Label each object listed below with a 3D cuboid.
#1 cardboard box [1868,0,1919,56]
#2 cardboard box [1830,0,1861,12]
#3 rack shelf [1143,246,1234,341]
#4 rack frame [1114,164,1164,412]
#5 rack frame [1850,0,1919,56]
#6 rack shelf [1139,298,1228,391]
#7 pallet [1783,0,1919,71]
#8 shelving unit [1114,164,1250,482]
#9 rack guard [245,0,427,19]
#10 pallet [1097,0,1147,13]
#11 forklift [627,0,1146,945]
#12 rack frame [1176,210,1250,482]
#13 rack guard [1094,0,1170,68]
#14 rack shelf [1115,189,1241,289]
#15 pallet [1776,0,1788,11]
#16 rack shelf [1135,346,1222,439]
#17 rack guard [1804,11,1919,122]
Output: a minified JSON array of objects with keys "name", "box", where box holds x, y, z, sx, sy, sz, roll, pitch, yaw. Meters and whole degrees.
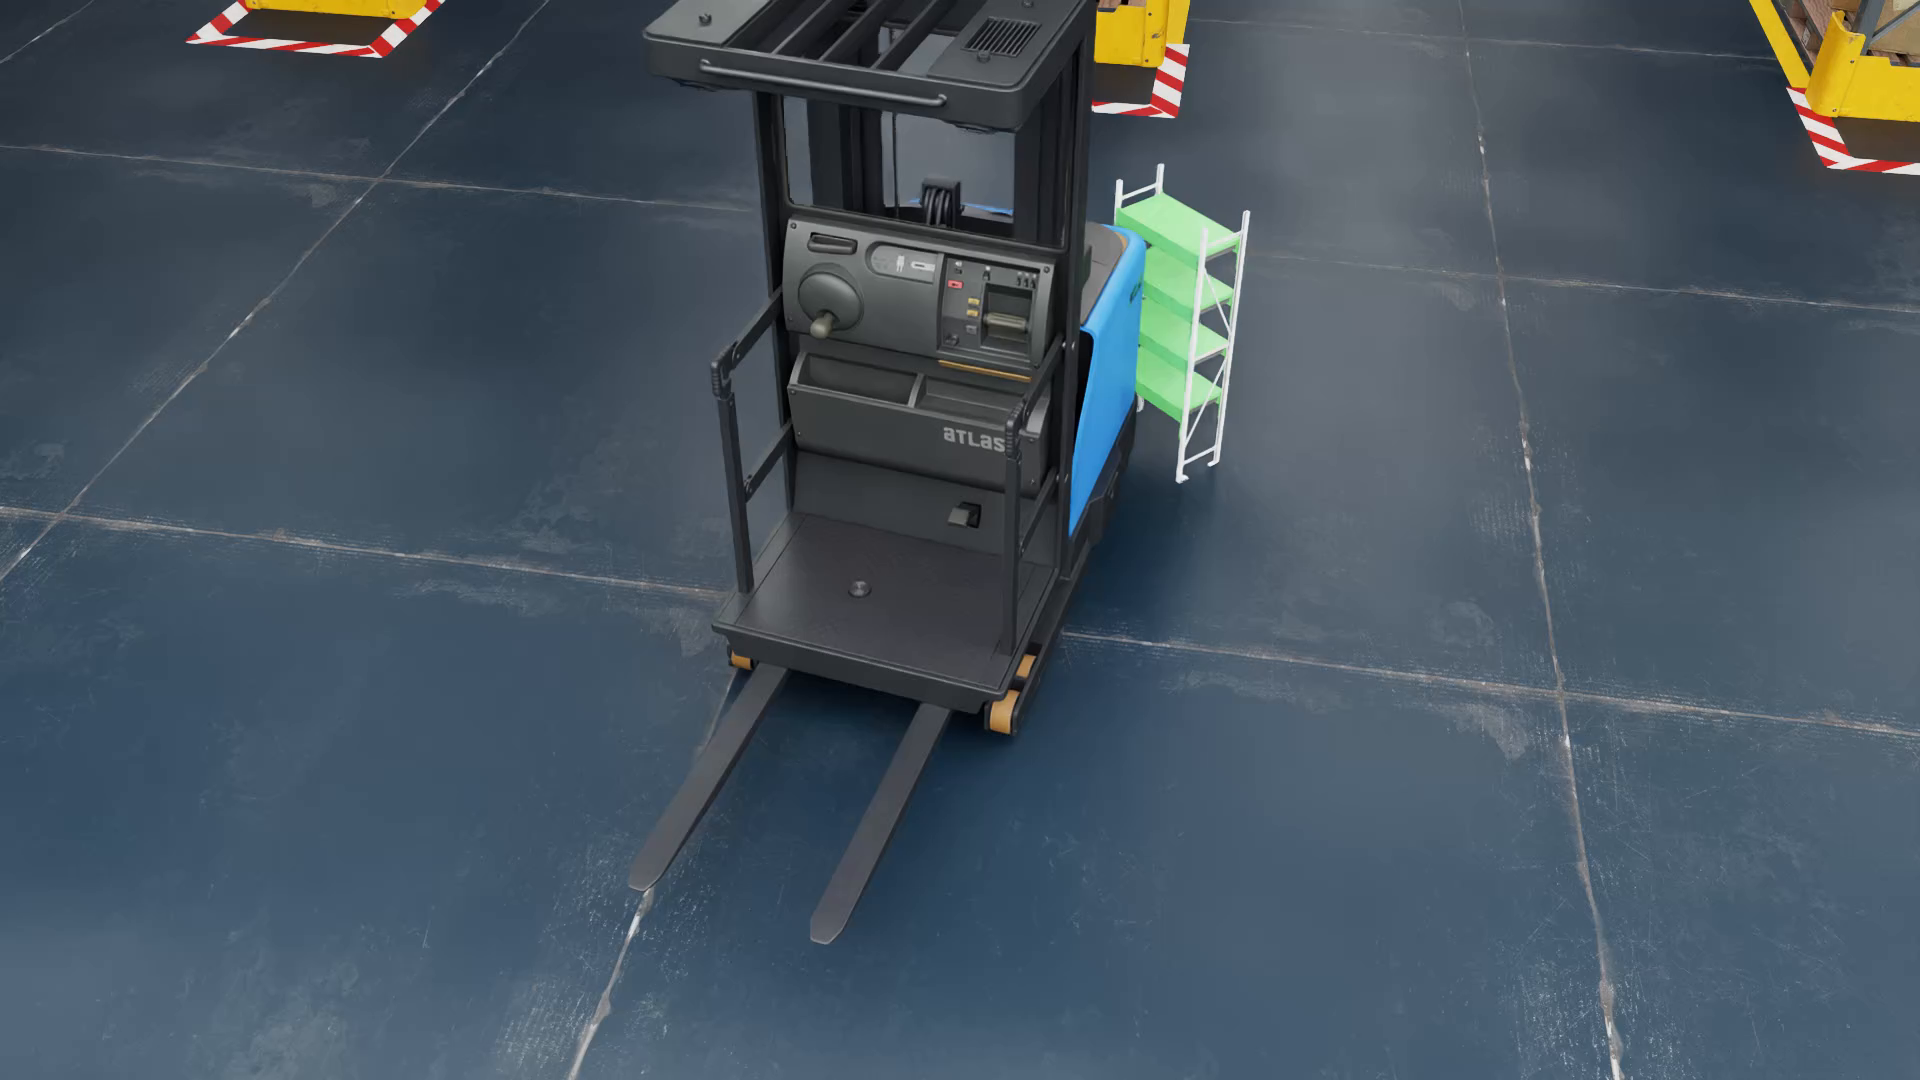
[{"name":"cardboard box","box":[5.737,-3.234,9.940,0.500,0.500,0.500,14,41,16]},{"name":"cardboard box","box":[5.807,-3.613,10.398,0.500,0.500,0.500,17,42,19]},{"name":"rack shelf","box":[0.868,-1.016,6.761,0.258,0.148,0.480,-26,46,-28]},{"name":"rack frame","box":[0.721,-1.005,7.024,0.240,1.200,0.015,-26,46,-28]},{"name":"rack frame","box":[5.613,-3.645,8.805,1.000,3.000,0.127,6,40,8]},{"name":"rack shelf","box":[0.868,-0.831,6.914,0.258,0.148,0.480,-26,46,-28]},{"name":"pallet","box":[5.801,-3.124,10.363,1.003,0.211,1.213,6,40,8]},{"name":"shelving unit","box":[0.868,-0.881,6.874,0.258,1.200,0.503,-26,46,-28]},{"name":"rack guard","box":[-4.148,-3.762,10.907,1.175,0.500,0.348,6,40,8]},{"name":"pallet","box":[0.847,-3.679,11.034,1.003,0.211,1.213,6,40,8]},{"name":"forklift","box":[-0.214,-0.735,5.338,1.130,2.935,3.031,12,41,15]},{"name":"rack frame","box":[1.015,-0.757,6.723,0.240,1.200,0.015,-26,46,-28]},{"name":"rack guard","box":[0.701,-3.281,10.326,1.175,0.500,0.348,6,40,8]},{"name":"rack shelf","box":[0.868,-1.201,6.608,0.258,0.148,0.480,-26,46,-28]},{"name":"pallet","box":[6.015,-3.888,11.287,1.003,0.211,1.213,6,40,8]},{"name":"rack shelf","box":[0.868,-0.646,7.067,0.258,0.148,0.480,-26,46,-28]},{"name":"rack guard","box":[5.626,-2.730,9.659,1.175,0.500,0.348,6,40,8]}]
